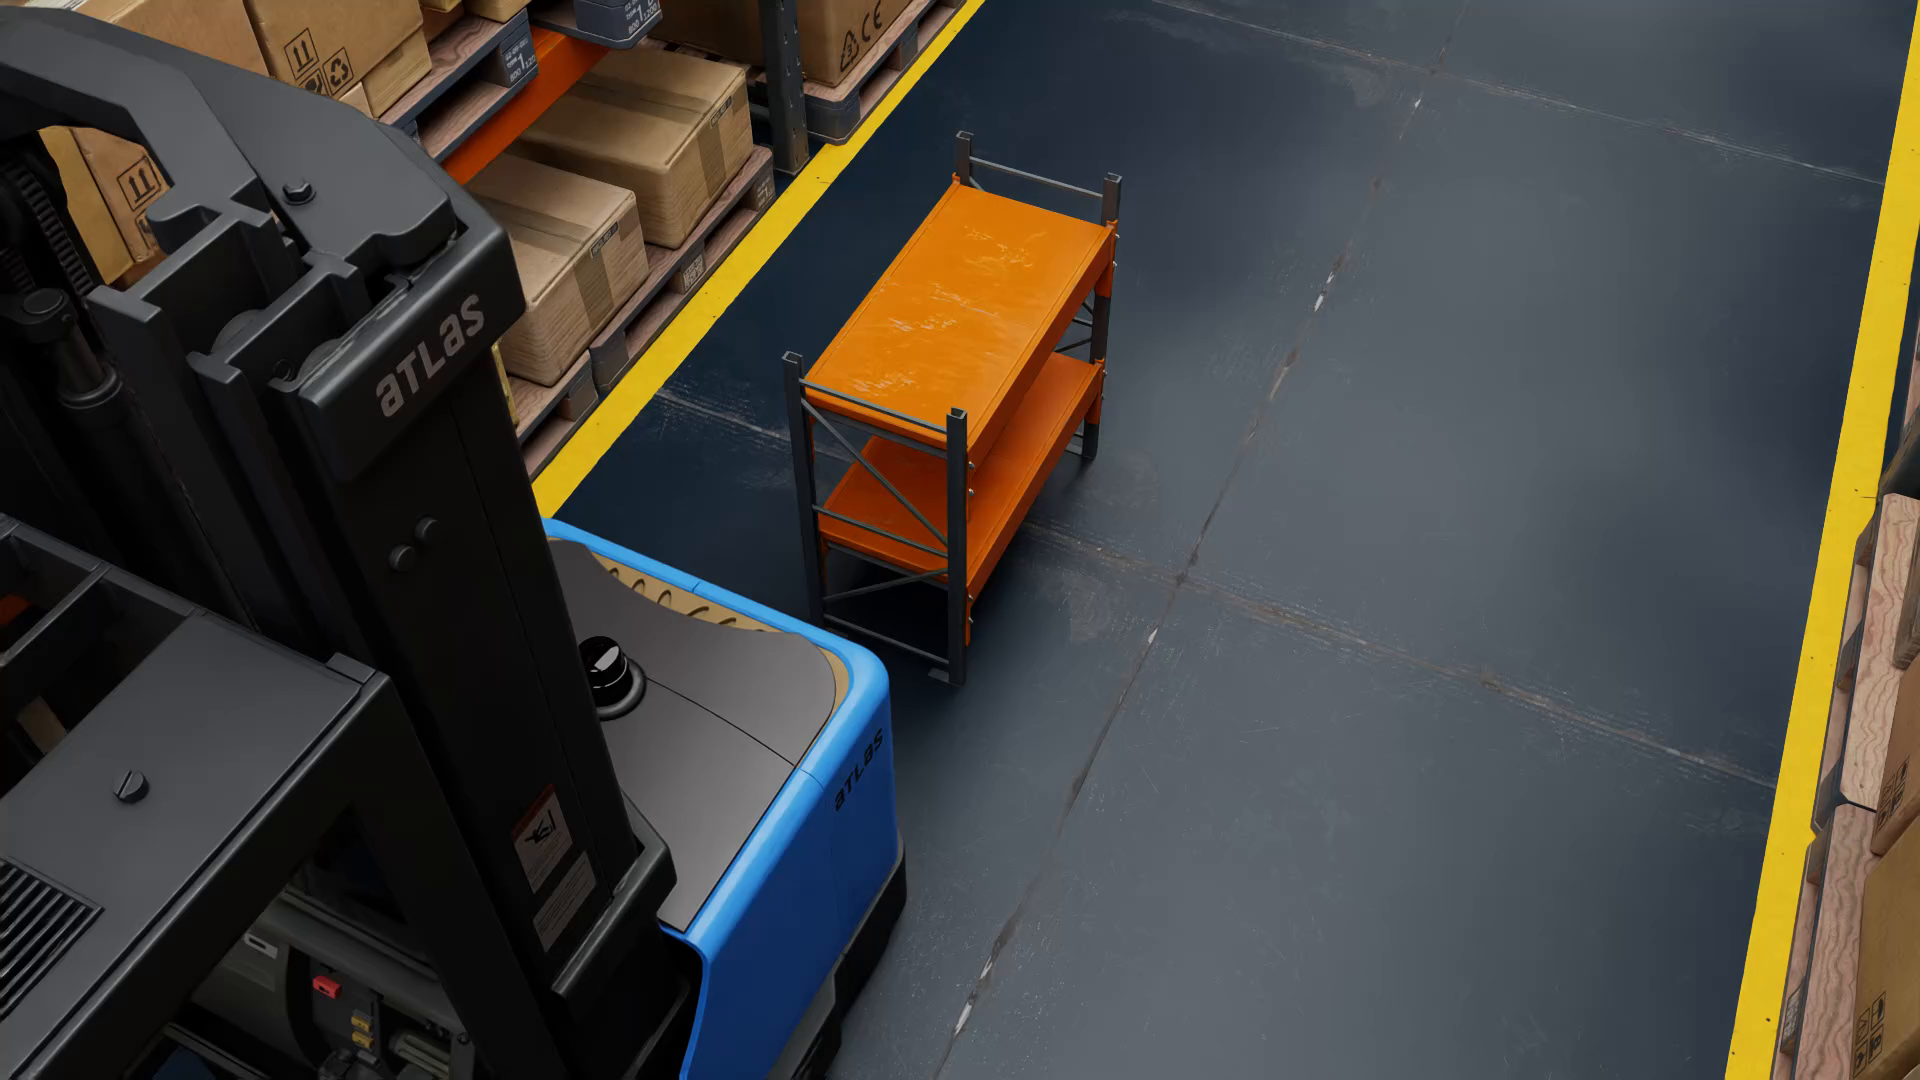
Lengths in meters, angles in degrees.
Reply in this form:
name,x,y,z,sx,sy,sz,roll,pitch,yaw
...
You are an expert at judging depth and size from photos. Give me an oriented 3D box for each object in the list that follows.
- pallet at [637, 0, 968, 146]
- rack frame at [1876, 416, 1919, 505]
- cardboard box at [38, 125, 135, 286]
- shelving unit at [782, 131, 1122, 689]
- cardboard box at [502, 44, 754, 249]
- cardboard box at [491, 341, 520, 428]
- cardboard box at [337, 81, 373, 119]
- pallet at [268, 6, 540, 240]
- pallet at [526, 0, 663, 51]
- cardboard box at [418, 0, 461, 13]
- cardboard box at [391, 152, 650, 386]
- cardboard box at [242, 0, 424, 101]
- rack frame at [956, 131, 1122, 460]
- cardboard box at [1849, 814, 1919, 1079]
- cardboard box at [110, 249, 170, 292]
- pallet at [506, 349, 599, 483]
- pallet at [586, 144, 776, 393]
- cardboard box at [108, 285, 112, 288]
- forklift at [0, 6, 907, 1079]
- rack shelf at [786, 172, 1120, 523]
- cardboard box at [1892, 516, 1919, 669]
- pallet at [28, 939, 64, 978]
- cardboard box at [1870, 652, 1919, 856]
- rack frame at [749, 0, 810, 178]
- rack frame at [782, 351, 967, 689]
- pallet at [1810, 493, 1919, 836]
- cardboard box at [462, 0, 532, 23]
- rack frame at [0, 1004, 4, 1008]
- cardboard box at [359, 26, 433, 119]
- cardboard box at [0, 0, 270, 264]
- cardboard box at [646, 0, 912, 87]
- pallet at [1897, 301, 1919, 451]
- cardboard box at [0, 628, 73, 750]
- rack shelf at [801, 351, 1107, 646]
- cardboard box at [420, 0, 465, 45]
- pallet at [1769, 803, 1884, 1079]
name,x,y,z,sx,sy,sz,roll,pitch,yaw
pallet,-0.660,-2.194,6.978,1.003,0.211,1.213,20,52,16
rack frame,3.424,-0.967,4.103,1.000,3.000,0.127,20,52,16
cardboard box,-2.101,-0.665,3.309,0.500,0.500,0.500,20,52,16
shelving unit,0.003,-0.369,4.826,0.538,1.125,1.048,20,52,16
cardboard box,-1.315,-1.478,5.988,0.950,0.372,0.625,17,52,14
cardboard box,-1.953,-0.447,5.110,0.950,0.372,0.625,21,53,17
cardboard box,-1.670,-1.046,4.060,0.380,0.149,0.250,22,53,17
pallet,-1.874,-1.141,4.377,1.003,0.211,1.213,20,52,16
pallet,-1.273,-1.992,5.101,1.213,0.211,1.003,20,52,16
cardboard box,-1.433,-1.733,4.219,0.500,0.500,0.500,17,52,14
cardboard box,-1.623,-0.967,5.553,0.950,0.372,0.625,19,52,15
cardboard box,-1.668,-1.358,3.899,0.500,0.500,0.500,18,52,15
rack frame,0.220,-0.719,5.123,0.500,1.125,0.032,20,52,16
cardboard box,2.586,1.008,3.706,0.875,0.625,0.625,18,52,15
cardboard box,-1.938,-0.710,3.774,0.380,0.149,0.250,21,53,17
pallet,-1.923,-0.301,5.368,1.003,0.211,1.213,20,52,16
pallet,-1.400,-1.138,6.080,1.003,0.211,1.213,20,52,16
cardboard box,-2.086,-0.547,3.635,0.380,0.149,0.250,23,53,18
forklift,-1.256,0.839,2.611,1.130,2.935,3.031,21,53,17
rack shelf,0.003,-0.559,4.603,0.538,0.278,1.000,20,52,16
cardboard box,3.146,0.092,4.486,0.875,0.625,0.625,21,53,17
pallet,-2.443,0.542,4.650,1.003,0.211,1.213,20,52,16
cardboard box,2.874,0.544,4.101,0.875,0.625,0.625,21,53,17
rack frame,-1.065,-2.579,5.475,1.000,3.000,0.127,20,52,16
rack frame,-0.214,-0.019,4.528,0.500,1.125,0.032,20,52,16
pallet,3.037,0.491,4.694,1.003,0.211,1.213,20,52,16
cardboard box,-1.328,-1.571,4.506,0.380,0.149,0.250,21,53,17
rack frame,-2.774,0.175,3.132,1.000,3.000,0.127,20,52,16
cardboard box,-1.583,-1.239,4.224,0.380,0.149,0.250,18,52,15
cardboard box,-1.877,-1.000,3.595,0.500,0.500,0.500,20,52,16
cardboard box,-0.695,-2.476,6.506,0.875,0.875,0.875,19,52,16
pallet,3.778,-0.565,5.592,1.003,0.211,1.213,20,52,16
cardboard box,-2.552,0.529,4.280,0.950,0.372,0.625,20,53,17
rack shelf,0.003,-0.211,5.012,0.538,0.278,1.000,20,52,16
cardboard box,-1.550,-1.439,4.394,0.380,0.149,0.250,20,53,16
pallet,2.515,1.328,3.981,1.003,0.211,1.213,20,52,16
